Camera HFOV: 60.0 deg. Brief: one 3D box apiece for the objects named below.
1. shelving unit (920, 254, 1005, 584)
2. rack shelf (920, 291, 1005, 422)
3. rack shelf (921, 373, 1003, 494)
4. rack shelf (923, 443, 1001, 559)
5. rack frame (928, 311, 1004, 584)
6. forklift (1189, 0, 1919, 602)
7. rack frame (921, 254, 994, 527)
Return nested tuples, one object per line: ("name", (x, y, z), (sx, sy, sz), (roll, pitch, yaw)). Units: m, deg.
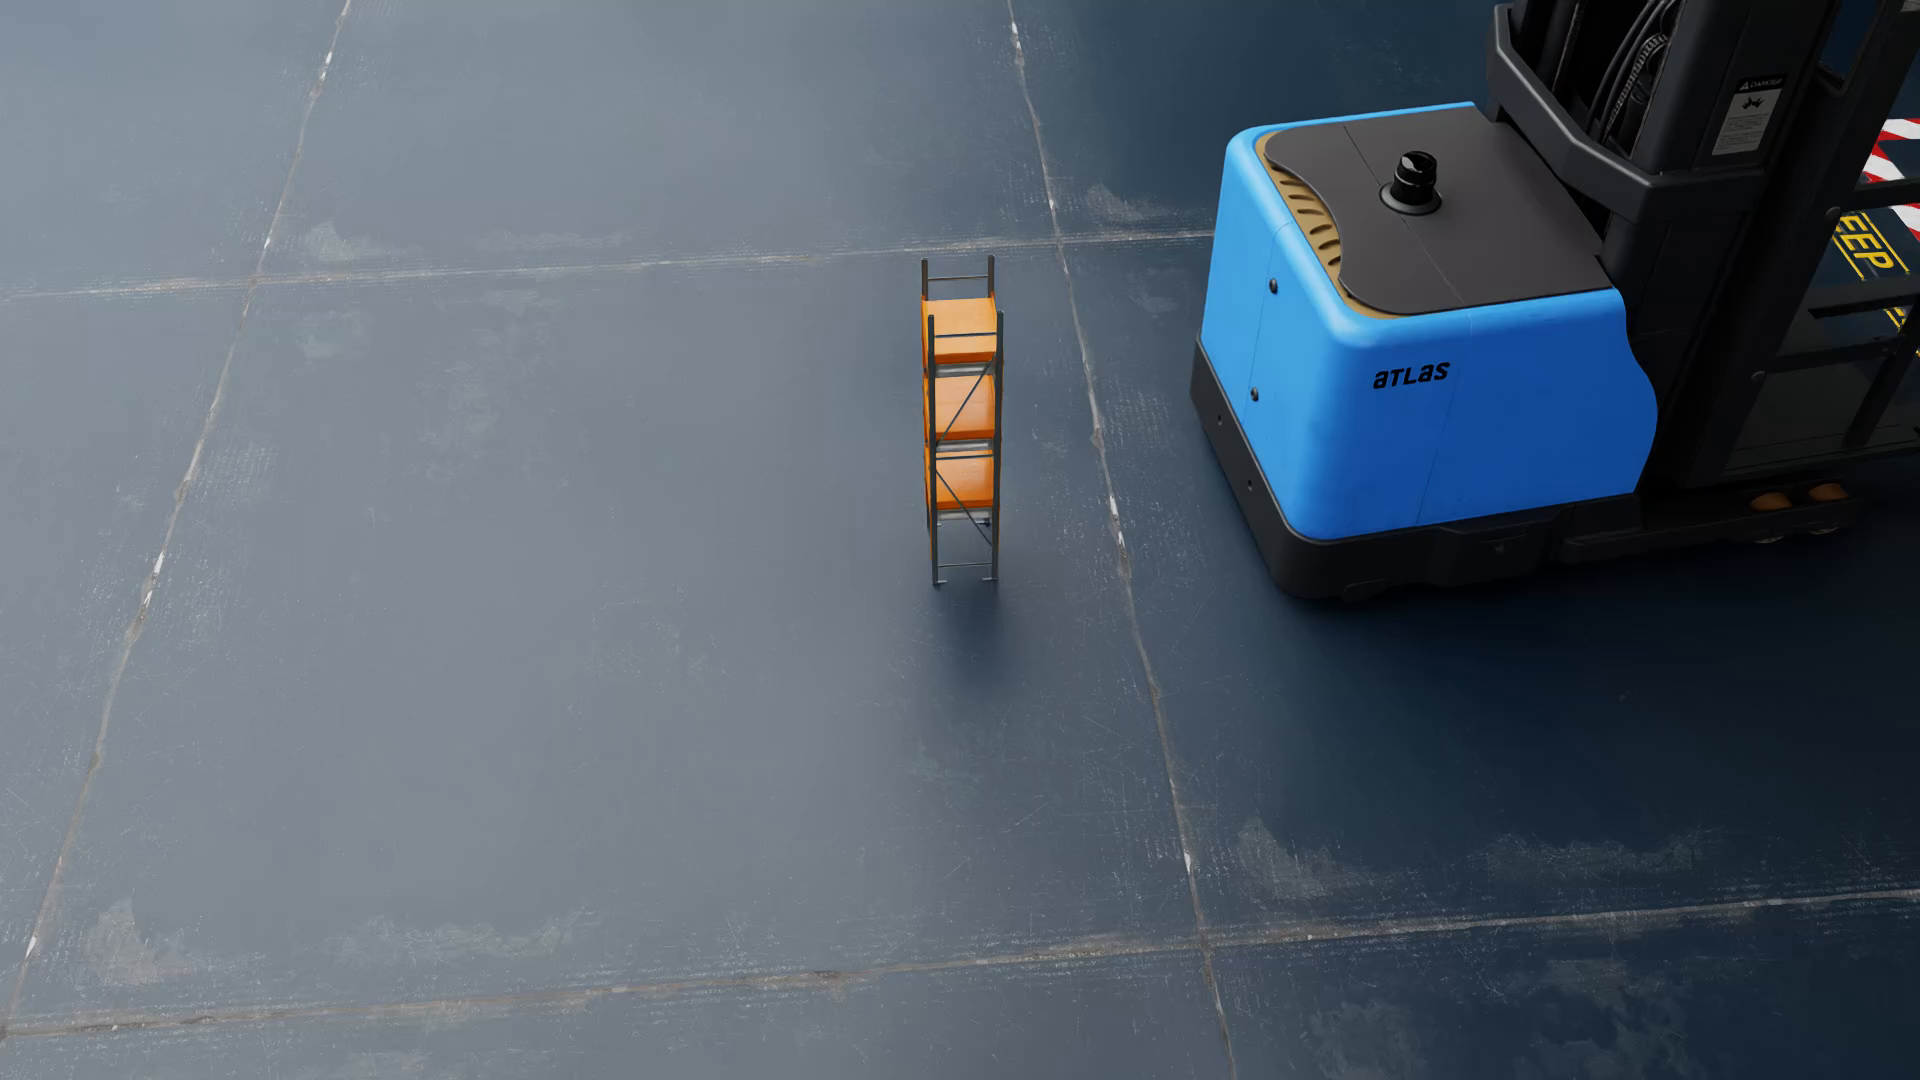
("shelving unit", (0.004, -0.322, 4.832), (0.215, 1.050, 0.252), (-3, 47, -3))
("rack shelf", (0.004, -0.510, 4.634), (0.215, 0.259, 0.240), (-3, 47, -3))
("rack shelf", (0.004, -0.315, 4.840), (0.215, 0.259, 0.240), (-3, 47, -3))
("rack shelf", (0.004, -0.124, 5.042), (0.215, 0.259, 0.240), (-3, 47, -3))
("rack frame", (0.015, -0.234, 4.749), (0.200, 1.050, 0.008), (-3, 47, -3))
("forklift", (2.346, -1.366, 4.525), (3.031, 2.935, 1.130), (-9, 47, -8))
("rack frame", (-0.006, -0.411, 4.916), (0.200, 1.050, 0.008), (-3, 47, -3))
